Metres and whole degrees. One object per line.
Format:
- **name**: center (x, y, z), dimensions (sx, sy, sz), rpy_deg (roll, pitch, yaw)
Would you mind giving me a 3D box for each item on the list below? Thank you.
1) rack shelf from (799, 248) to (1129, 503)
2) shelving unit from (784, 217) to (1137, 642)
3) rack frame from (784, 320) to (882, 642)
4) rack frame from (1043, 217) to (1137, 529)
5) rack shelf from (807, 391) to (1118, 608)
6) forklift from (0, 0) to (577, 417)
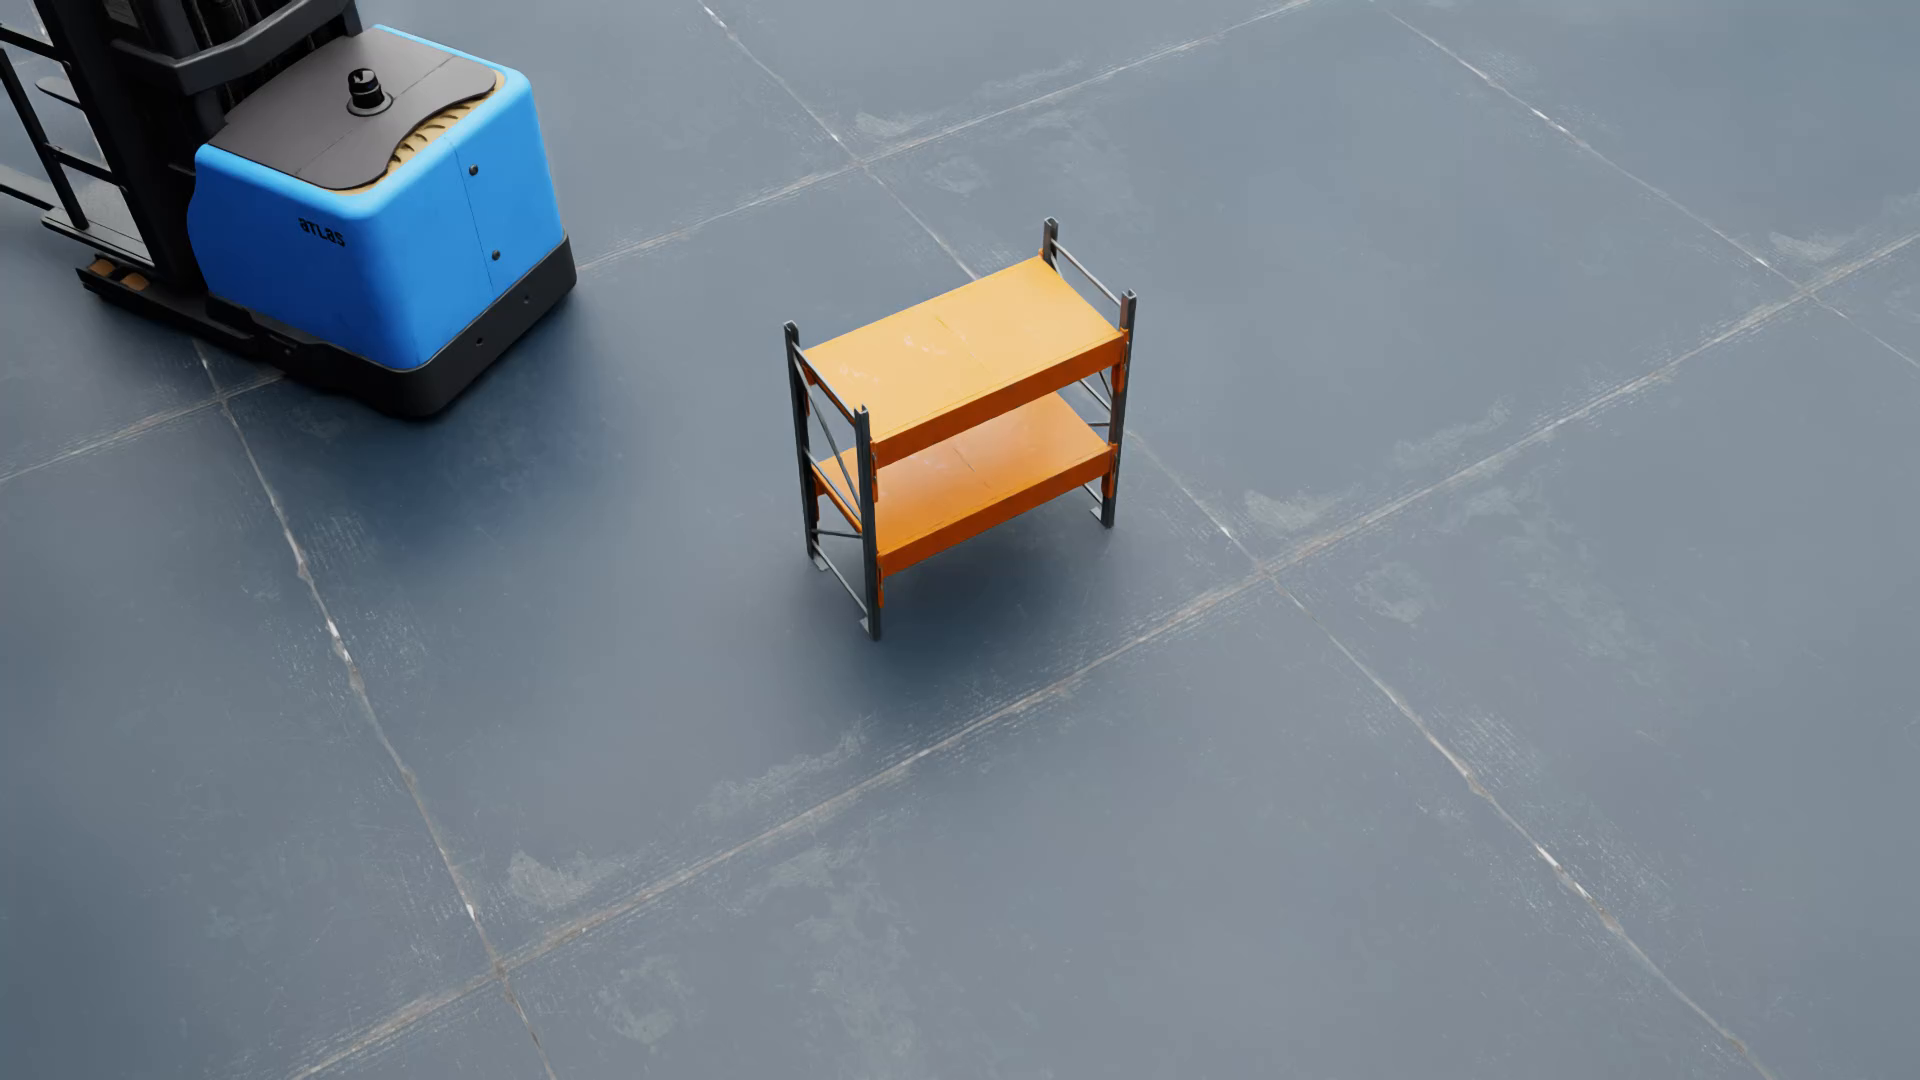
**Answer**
- **rack shelf**: center (0.006, -0.571, 5.614), dimensions (1.000, 0.278, 0.538), rpy_deg (-25, 53, -21)
- **shelving unit**: center (0.006, -0.377, 5.832), dimensions (1.048, 1.125, 0.538), rpy_deg (-25, 53, -21)
- **rack frame**: center (-0.424, -0.174, 5.652), dimensions (0.032, 1.125, 0.500), rpy_deg (-25, 53, -21)
- **rack frame**: center (0.436, -0.579, 6.013), dimensions (0.032, 1.125, 0.500), rpy_deg (-25, 53, -21)
- **rack shelf**: center (0.006, -0.214, 6.015), dimensions (1.000, 0.278, 0.538), rpy_deg (-25, 53, -21)
- **forklift**: center (-3.189, -2.270, 6.309), dimensions (3.031, 2.935, 1.130), rpy_deg (22, 52, 19)
